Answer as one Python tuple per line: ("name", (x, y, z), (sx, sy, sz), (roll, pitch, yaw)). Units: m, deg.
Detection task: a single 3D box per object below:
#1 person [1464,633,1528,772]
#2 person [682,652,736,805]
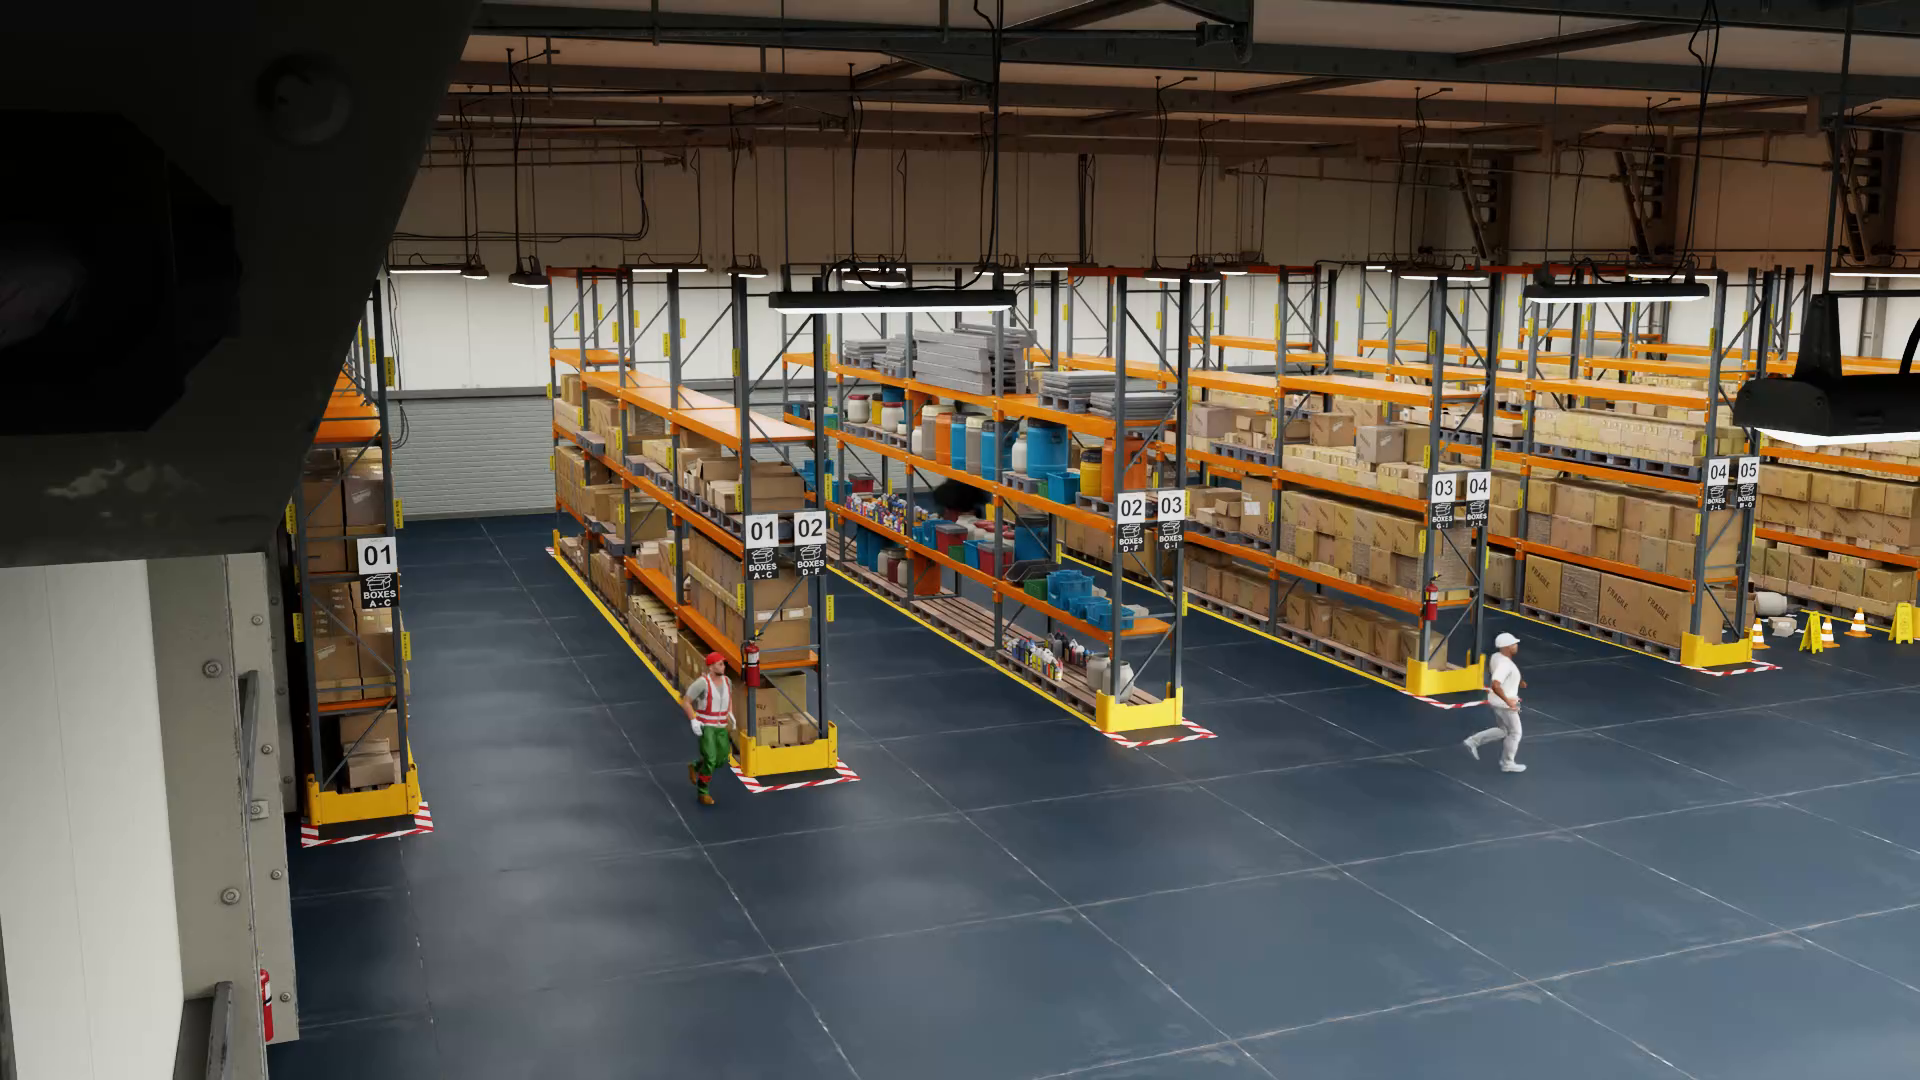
("person", (6.576, 1.981, 20.285), (0.747, 1.735, 0.703), (1, 10, 7))
("person", (-2.926, 2.153, 19.398), (0.621, 1.727, 0.704), (9, 13, 43))
